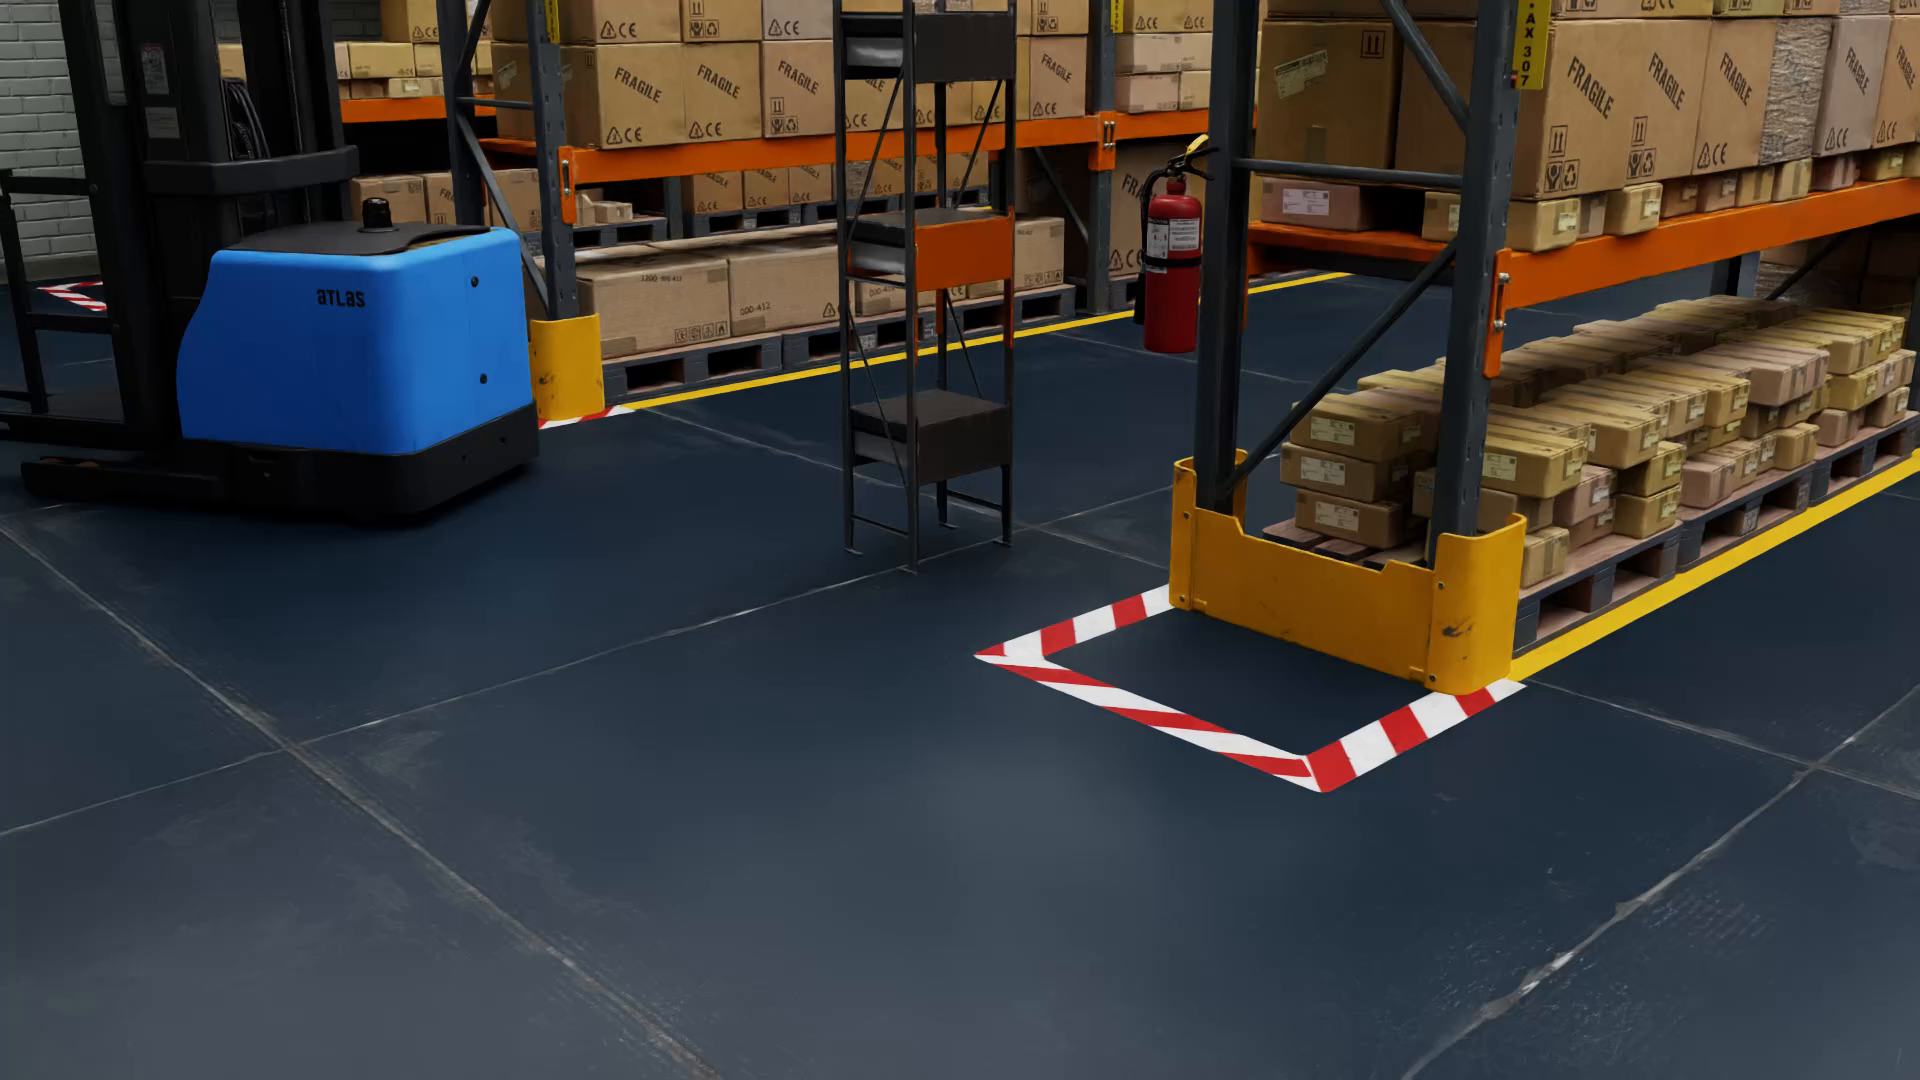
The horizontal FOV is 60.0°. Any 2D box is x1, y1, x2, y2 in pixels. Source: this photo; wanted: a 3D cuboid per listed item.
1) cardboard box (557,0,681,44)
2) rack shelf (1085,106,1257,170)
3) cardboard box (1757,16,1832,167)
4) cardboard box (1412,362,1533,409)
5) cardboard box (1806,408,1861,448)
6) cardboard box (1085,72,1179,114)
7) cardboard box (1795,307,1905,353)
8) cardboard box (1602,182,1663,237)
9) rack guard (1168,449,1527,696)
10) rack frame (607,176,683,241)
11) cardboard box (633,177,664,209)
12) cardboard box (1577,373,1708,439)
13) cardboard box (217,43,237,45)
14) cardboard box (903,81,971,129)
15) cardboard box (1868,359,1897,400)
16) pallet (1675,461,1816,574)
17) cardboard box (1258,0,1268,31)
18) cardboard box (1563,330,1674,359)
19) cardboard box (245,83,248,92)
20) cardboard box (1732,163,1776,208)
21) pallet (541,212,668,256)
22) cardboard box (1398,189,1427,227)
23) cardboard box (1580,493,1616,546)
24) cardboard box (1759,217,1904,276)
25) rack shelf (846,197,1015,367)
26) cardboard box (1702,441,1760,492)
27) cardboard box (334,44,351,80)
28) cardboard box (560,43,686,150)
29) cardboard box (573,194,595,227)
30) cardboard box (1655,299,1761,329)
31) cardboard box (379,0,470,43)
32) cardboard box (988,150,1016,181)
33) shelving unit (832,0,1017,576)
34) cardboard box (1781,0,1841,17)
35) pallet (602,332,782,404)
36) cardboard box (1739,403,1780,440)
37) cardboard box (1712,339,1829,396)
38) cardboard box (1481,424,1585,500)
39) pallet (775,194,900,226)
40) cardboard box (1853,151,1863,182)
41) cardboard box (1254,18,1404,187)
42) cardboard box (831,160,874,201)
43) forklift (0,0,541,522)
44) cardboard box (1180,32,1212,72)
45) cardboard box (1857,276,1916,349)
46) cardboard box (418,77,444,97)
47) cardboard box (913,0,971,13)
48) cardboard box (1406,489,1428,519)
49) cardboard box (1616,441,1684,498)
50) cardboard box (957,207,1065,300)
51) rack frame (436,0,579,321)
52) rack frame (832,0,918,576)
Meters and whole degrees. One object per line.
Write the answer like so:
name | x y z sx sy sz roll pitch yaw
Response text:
cardboard box | -1.757 -2.747 8.312 0.500 0.500 0.500 -17 25 -42
rack shelf | 2.058 -3.116 12.397 4.000 0.370 1.077 -16 24 -41
cardboard box | 2.791 -1.650 6.066 0.500 0.500 0.500 -17 25 -42
cardboard box | 1.938 -0.558 6.320 0.380 0.149 0.250 17 24 42
cardboard box | 3.635 -0.523 7.177 0.380 0.149 0.250 17 25 42
cardboard box | 1.106 -2.997 11.107 0.500 0.250 0.500 -17 25 -42
cardboard box | 4.000 -0.939 7.494 0.250 0.149 0.380 -15 23 -39
cardboard box | 2.022 -1.082 5.367 0.380 0.149 0.250 17 25 42
rack guard | 1.228 0.075 5.444 0.348 0.500 1.175 -16 24 -41
rack frame | -2.808 -4.146 14.407 0.127 3.000 1.000 -16 24 -41
cardboard box | -2.654 -3.327 15.253 0.500 0.500 0.500 -16 24 -41
cardboard box | 2.507 -0.498 6.133 0.250 0.149 0.380 -15 23 -39
cardboard box | -5.562 -3.525 12.254 0.500 0.250 0.500 -15 23 -39
cardboard box | -0.282 -2.706 9.805 0.500 0.500 0.500 -17 24 -42
cardboard box | 3.881 -0.733 7.341 0.380 0.149 0.250 16 24 41
pallet | 2.729 -0.210 6.789 1.213 0.211 1.003 -16 24 -41
cardboard box | 1.839 -3.806 11.576 0.500 0.500 0.500 -17 25 -42
cardboard box | 2.740 -0.764 6.955 0.380 0.149 0.250 17 24 42
cardboard box | -5.134 -3.251 12.055 0.250 0.149 0.380 -15 24 -39
cardboard box | 2.732 -1.316 6.088 0.250 0.149 0.380 -15 23 -39
pallet | -3.308 -2.674 14.389 1.213 0.211 1.003 -16 24 -41
cardboard box | 1.422 -1.156 5.593 0.250 0.149 0.380 -16 24 -41
cardboard box | 2.083 -0.109 5.900 0.250 0.149 0.380 -16 24 -40
cardboard box | 4.447 -1.528 8.490 0.500 0.250 0.500 -17 25 -42
rack shelf | -0.120 -0.951 6.057 0.480 0.518 0.431 -16 24 -41
cardboard box | 2.888 -0.312 6.525 0.250 0.149 0.380 -16 24 -41
cardboard box | -4.833 -3.511 12.210 0.500 0.250 0.500 -16 24 -40
cardboard box | -1.755 -2.271 8.464 0.500 0.500 0.500 -17 24 -41
cardboard box | -3.270 -2.785 13.964 0.258 0.266 0.396 -15 23 -39
cardboard box | 3.446 -1.001 7.686 0.250 0.149 0.380 -15 23 -38
cardboard box | -4.110 -4.078 12.745 0.500 0.500 0.500 -15 24 -39
cardboard box | 0.561 -4.192 17.721 0.625 0.625 0.875 -15 23 -39
shelving unit | -0.120 -0.964 6.053 0.503 2.100 0.431 -16 24 -41
cardboard box | 2.805 -2.121 5.898 0.500 0.500 0.500 17 25 42
pallet | -1.774 -1.047 9.371 1.213 0.211 1.003 -16 24 -41
cardboard box | 3.068 -0.531 6.717 0.380 0.149 0.250 17 24 41
cardboard box | 3.290 -0.706 6.776 0.380 0.149 0.250 16 24 41
cardboard box | 1.787 -0.260 5.400 0.380 0.149 0.250 17 24 41
pallet | -1.356 -3.260 16.196 1.213 0.211 1.003 -16 24 -41
cardboard box | 3.451 -1.552 6.815 0.380 0.149 0.250 17 25 42
cardboard box | 1.323 -1.440 5.419 0.500 0.500 0.500 -16 24 -40
cardboard box | -1.175 -3.537 15.901 0.500 0.500 0.500 17 24 42
forklift | -3.452 -1.707 6.996 3.031 2.935 1.130 5 19 16
cardboard box | 1.478 -3.347 11.378 0.500 0.250 0.500 -16 24 -40
cardboard box | 4.799 -1.054 8.244 0.500 0.500 0.500 -15 23 -39
cardboard box | -4.139 -3.509 12.851 0.250 0.149 0.380 -16 24 -40
cardboard box | -0.286 -3.180 9.645 0.500 0.500 0.500 -16 24 -40
cardboard box | 1.529 -0.178 6.110 0.250 0.149 0.380 -15 23 -39
cardboard box | 2.346 -0.284 5.957 0.250 0.149 0.380 -15 23 -39
cardboard box | 0.075 -1.906 10.973 0.875 0.438 0.875 -17 24 -42
rack frame | -2.301 -2.186 8.364 0.127 3.000 1.000 -16 24 -41
rack frame | -0.298 -0.912 5.893 0.015 2.100 0.400 -16 24 -41
